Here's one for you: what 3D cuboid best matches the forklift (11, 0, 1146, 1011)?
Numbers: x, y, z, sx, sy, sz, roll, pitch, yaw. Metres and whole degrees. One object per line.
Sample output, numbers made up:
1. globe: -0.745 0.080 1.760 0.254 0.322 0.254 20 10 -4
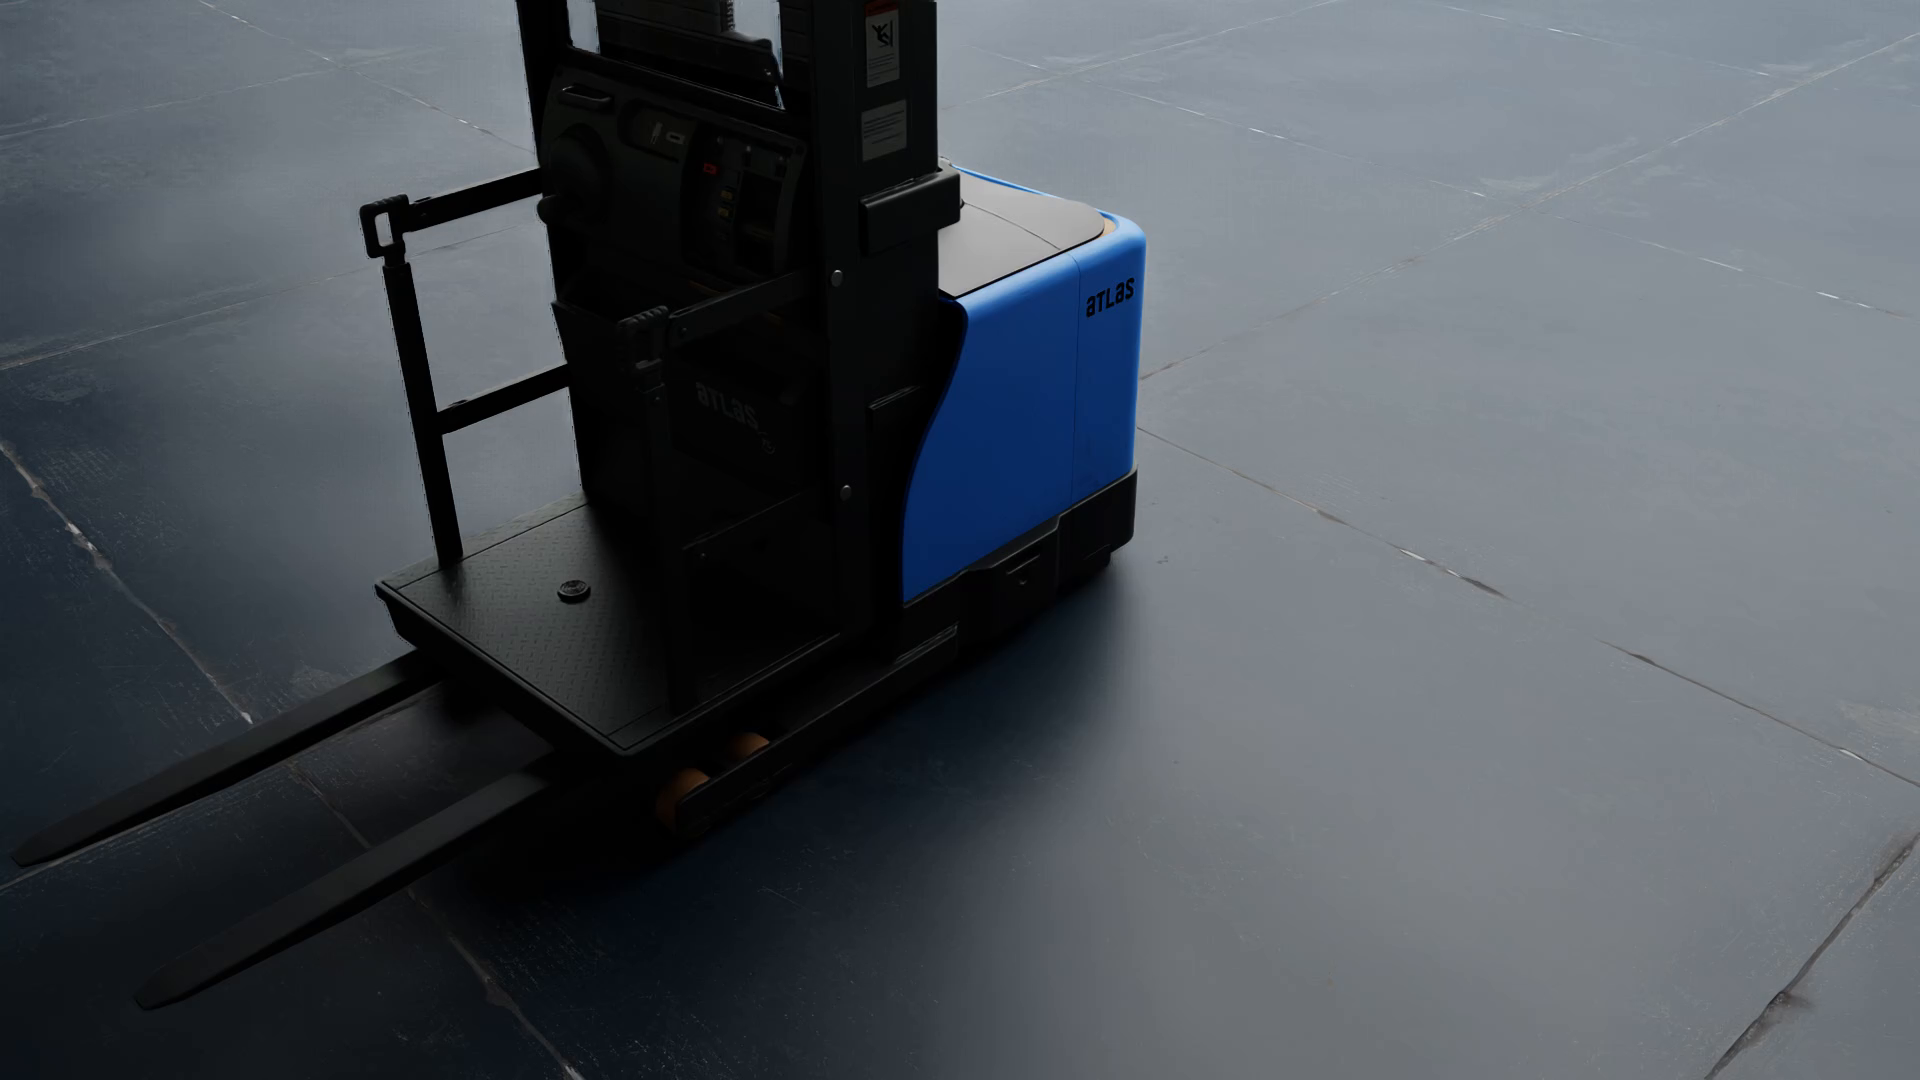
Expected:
1. forklift: -0.832 -0.825 3.790 1.130 2.935 3.031 26 40 35
